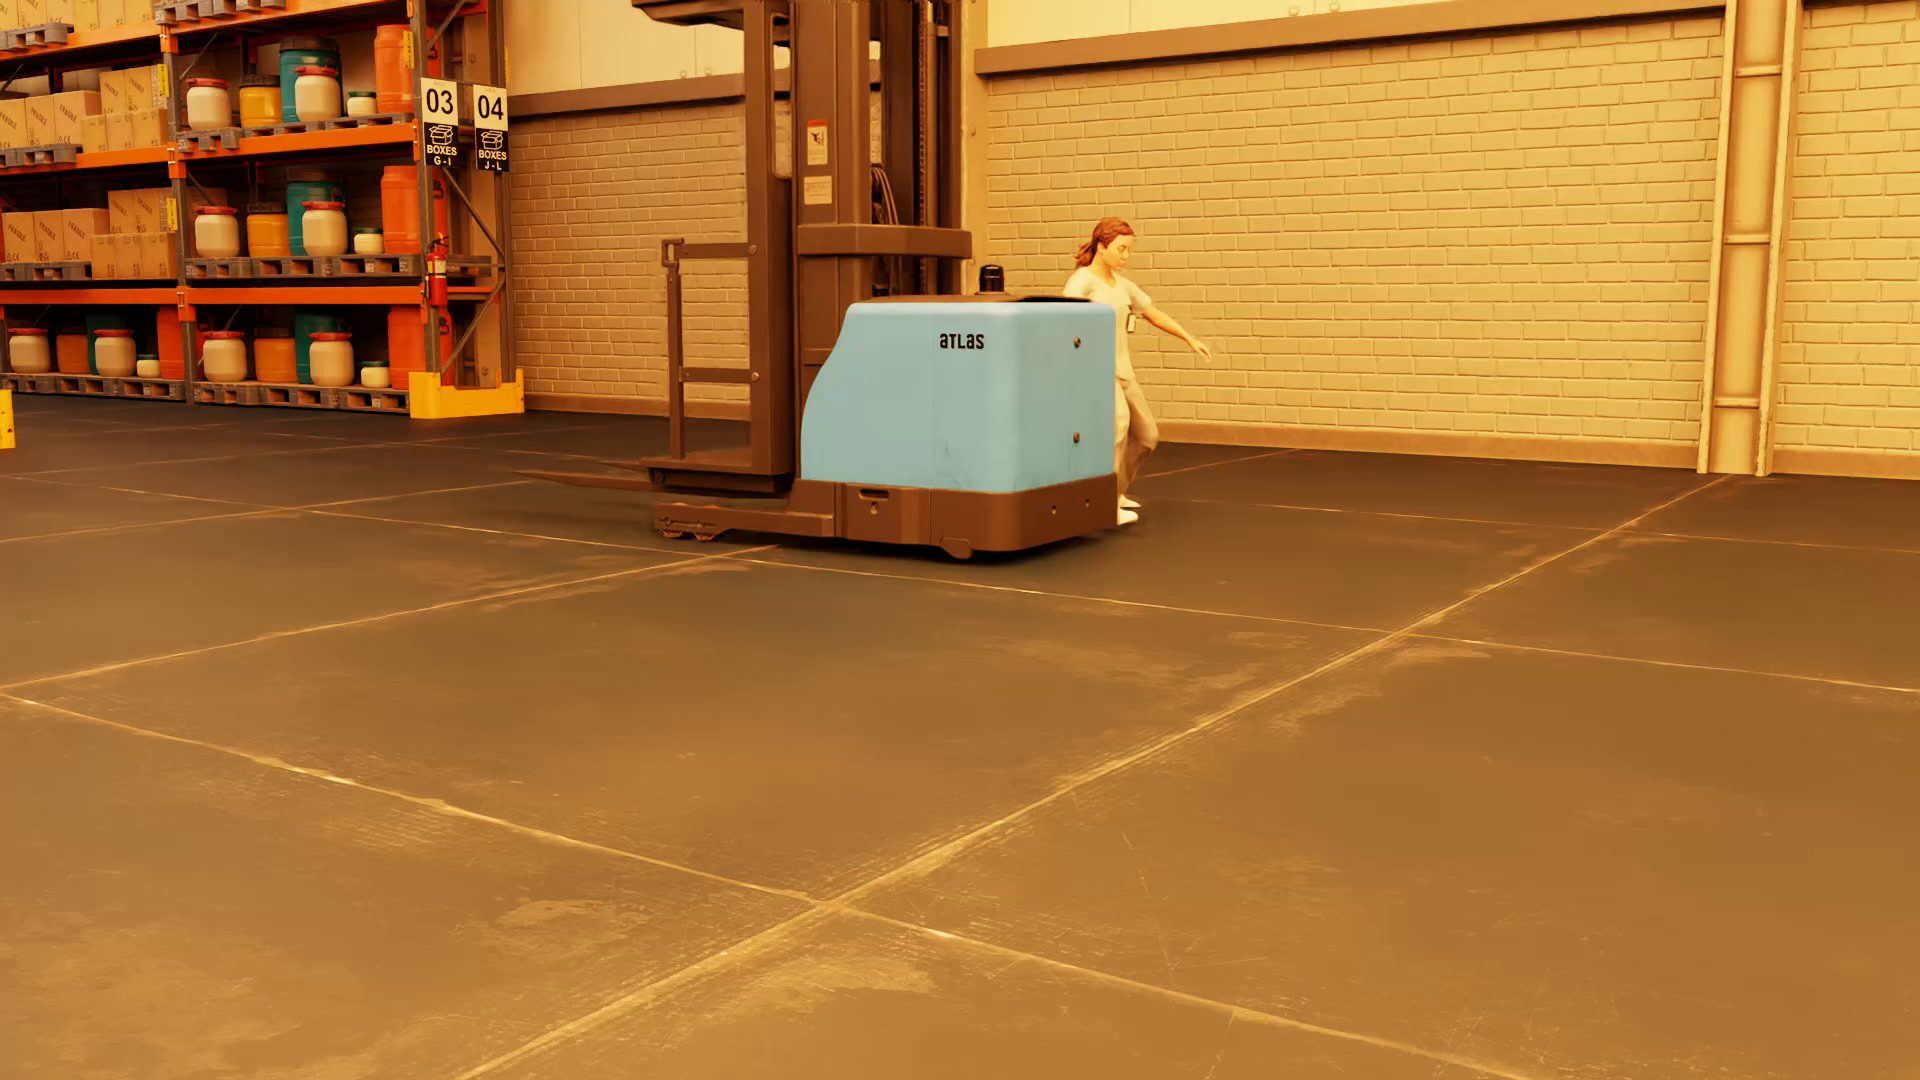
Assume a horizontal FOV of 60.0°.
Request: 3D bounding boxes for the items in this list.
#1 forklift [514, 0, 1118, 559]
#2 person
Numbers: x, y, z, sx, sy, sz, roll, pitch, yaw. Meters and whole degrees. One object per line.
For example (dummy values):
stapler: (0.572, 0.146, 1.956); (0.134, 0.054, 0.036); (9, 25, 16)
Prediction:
forklift: (-0.808, -1.503, 7.760); (3.031, 2.935, 1.130); (5, 10, 32)
person: (0.795, -0.840, 8.314); (0.923, 1.533, 0.896); (-8, 11, -44)
